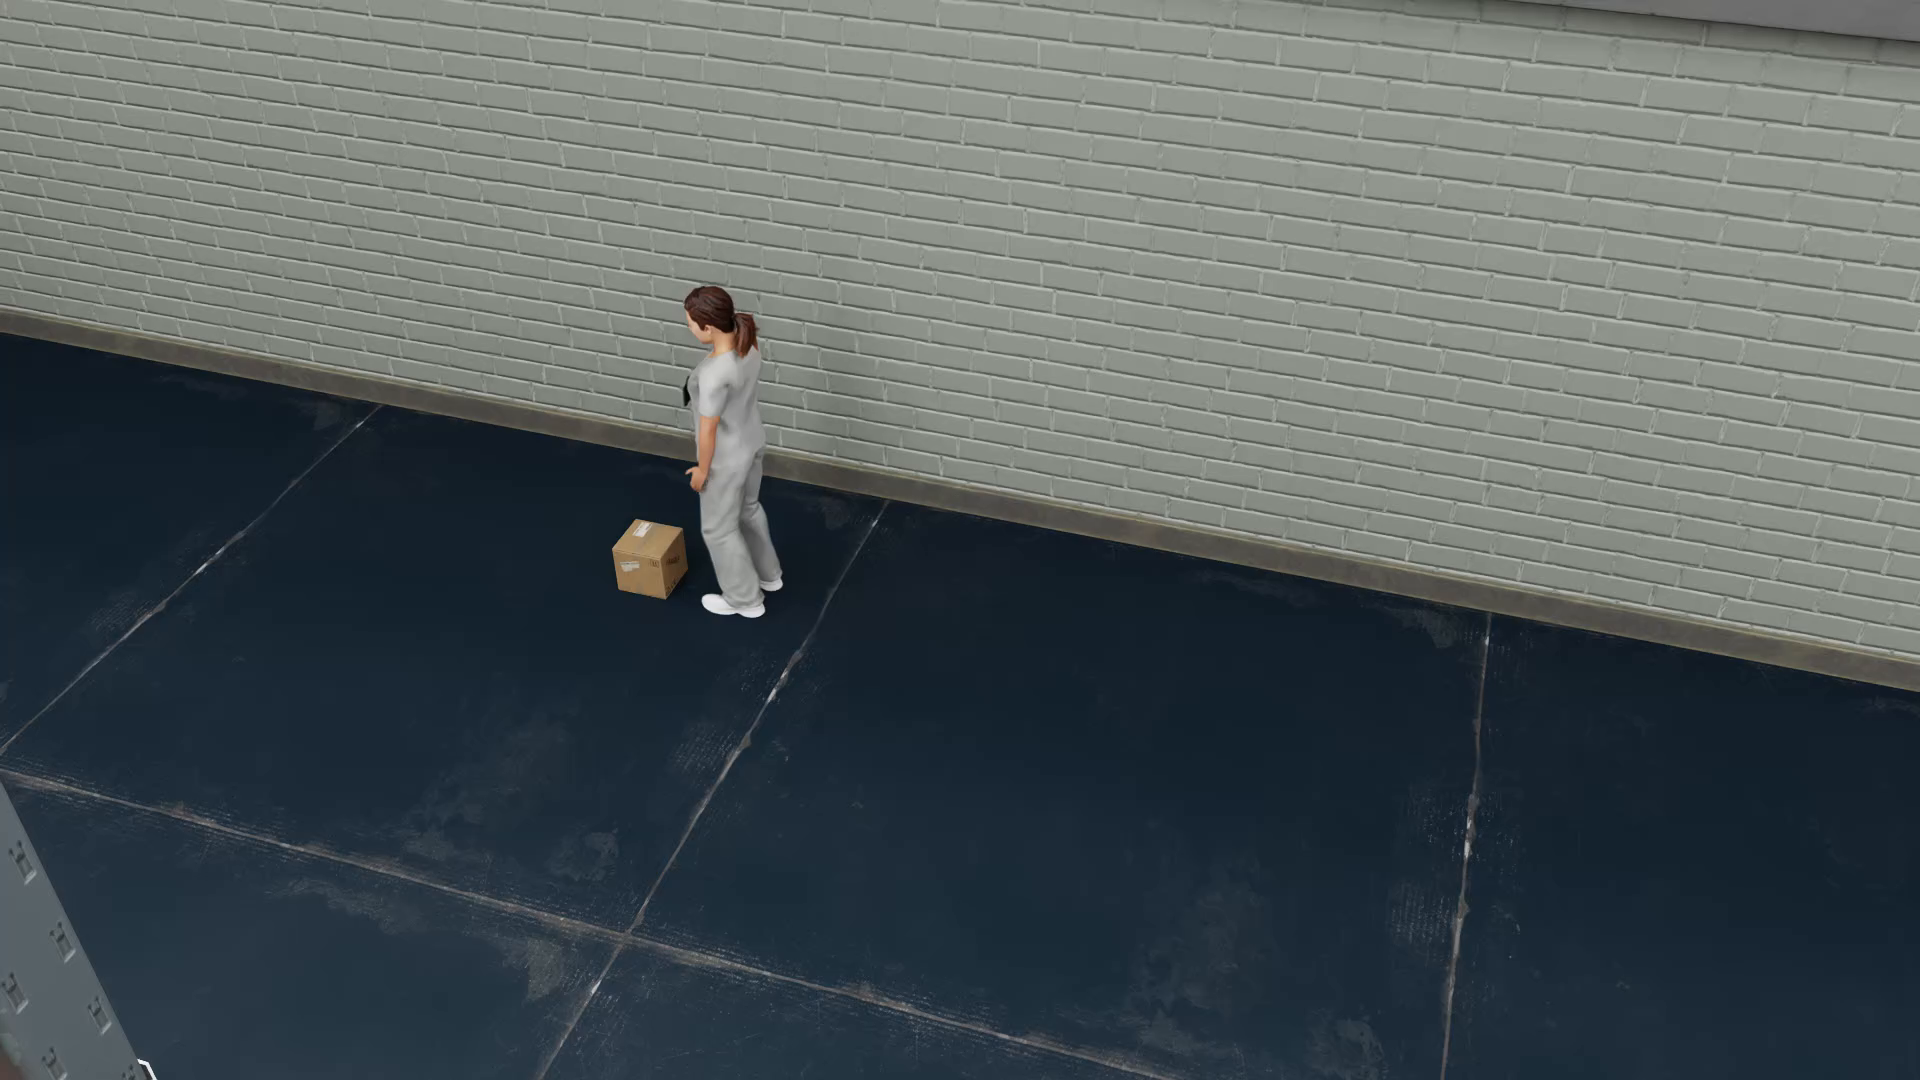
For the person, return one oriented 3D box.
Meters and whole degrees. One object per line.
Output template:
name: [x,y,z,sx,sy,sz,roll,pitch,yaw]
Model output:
person: [-1.016,-0.377,7.397,0.361,1.670,0.443,11,39,15]
